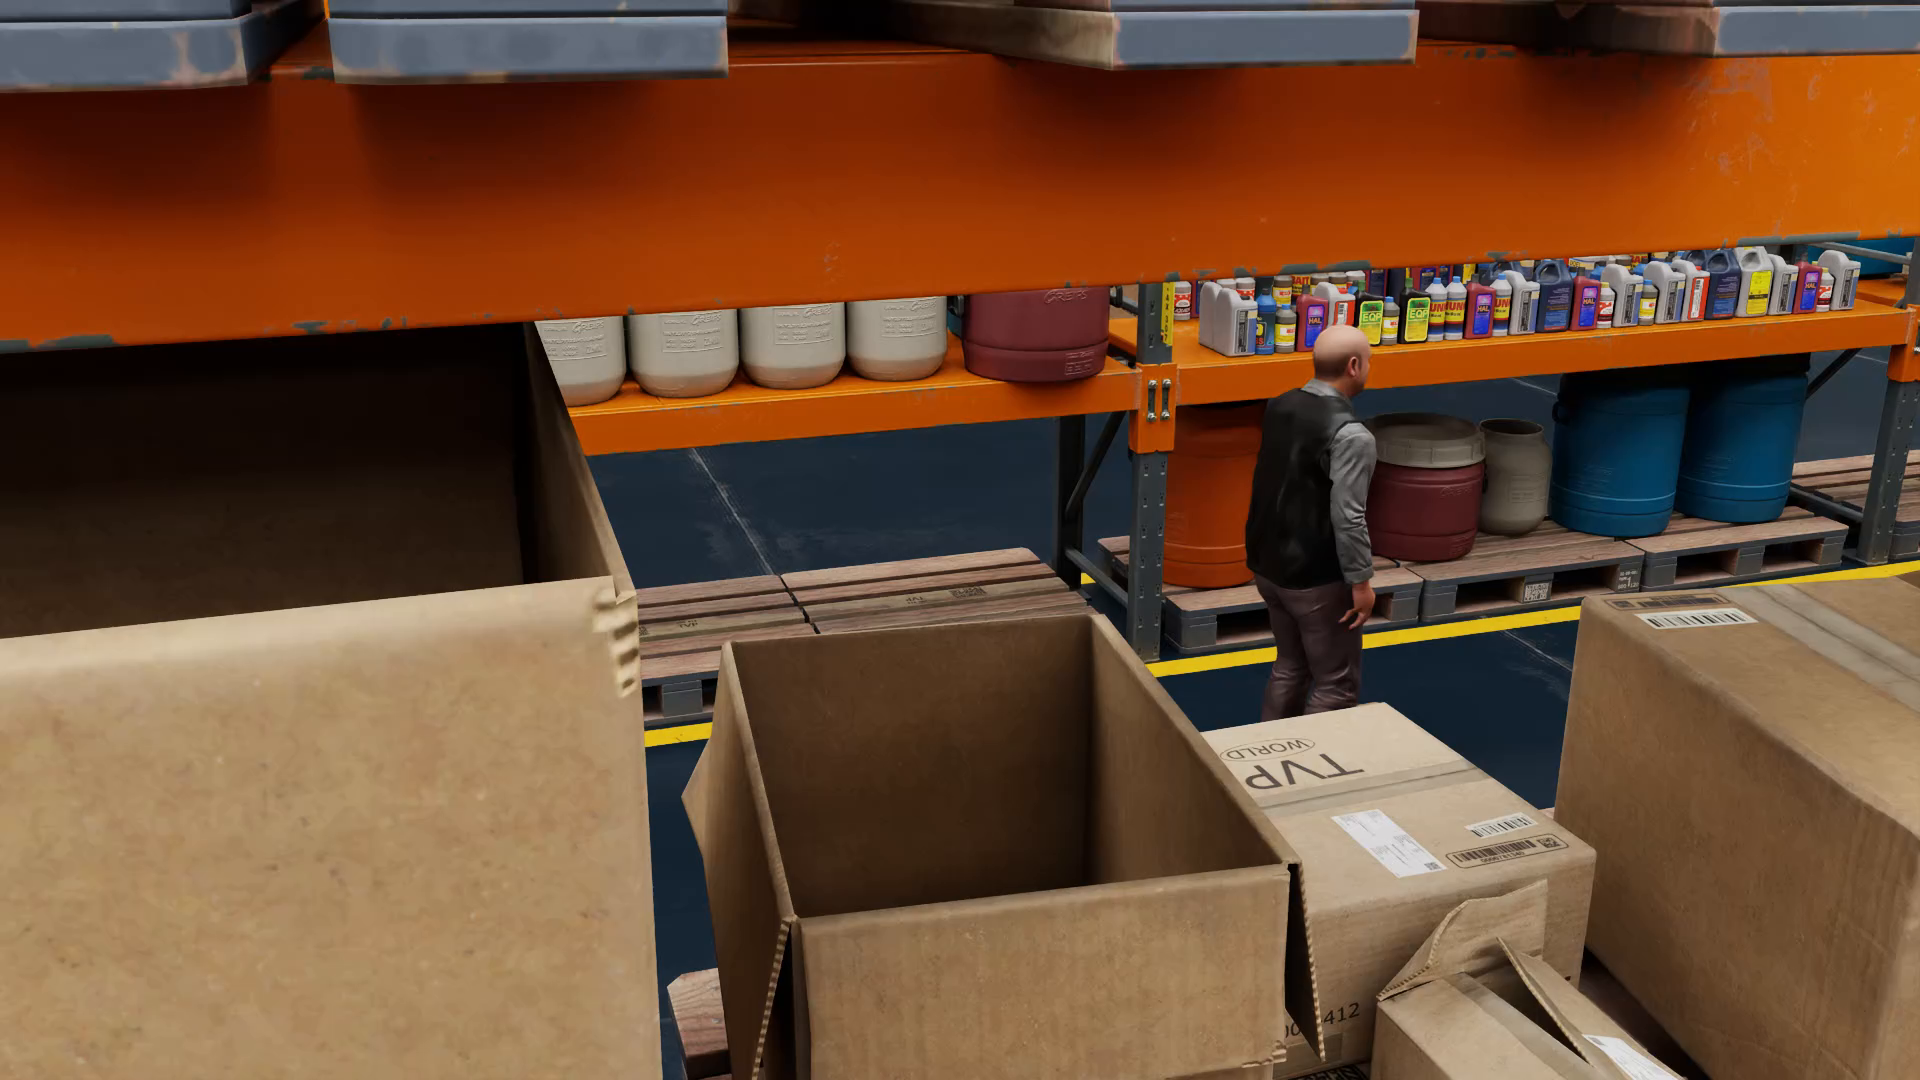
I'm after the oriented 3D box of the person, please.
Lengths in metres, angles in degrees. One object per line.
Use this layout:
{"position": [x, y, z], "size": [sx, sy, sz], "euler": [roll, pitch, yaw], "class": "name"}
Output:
{"position": [1.218, 0.110, 5.786], "size": [0.427, 1.719, 0.584], "euler": [-7, 20, -20], "class": "person"}
